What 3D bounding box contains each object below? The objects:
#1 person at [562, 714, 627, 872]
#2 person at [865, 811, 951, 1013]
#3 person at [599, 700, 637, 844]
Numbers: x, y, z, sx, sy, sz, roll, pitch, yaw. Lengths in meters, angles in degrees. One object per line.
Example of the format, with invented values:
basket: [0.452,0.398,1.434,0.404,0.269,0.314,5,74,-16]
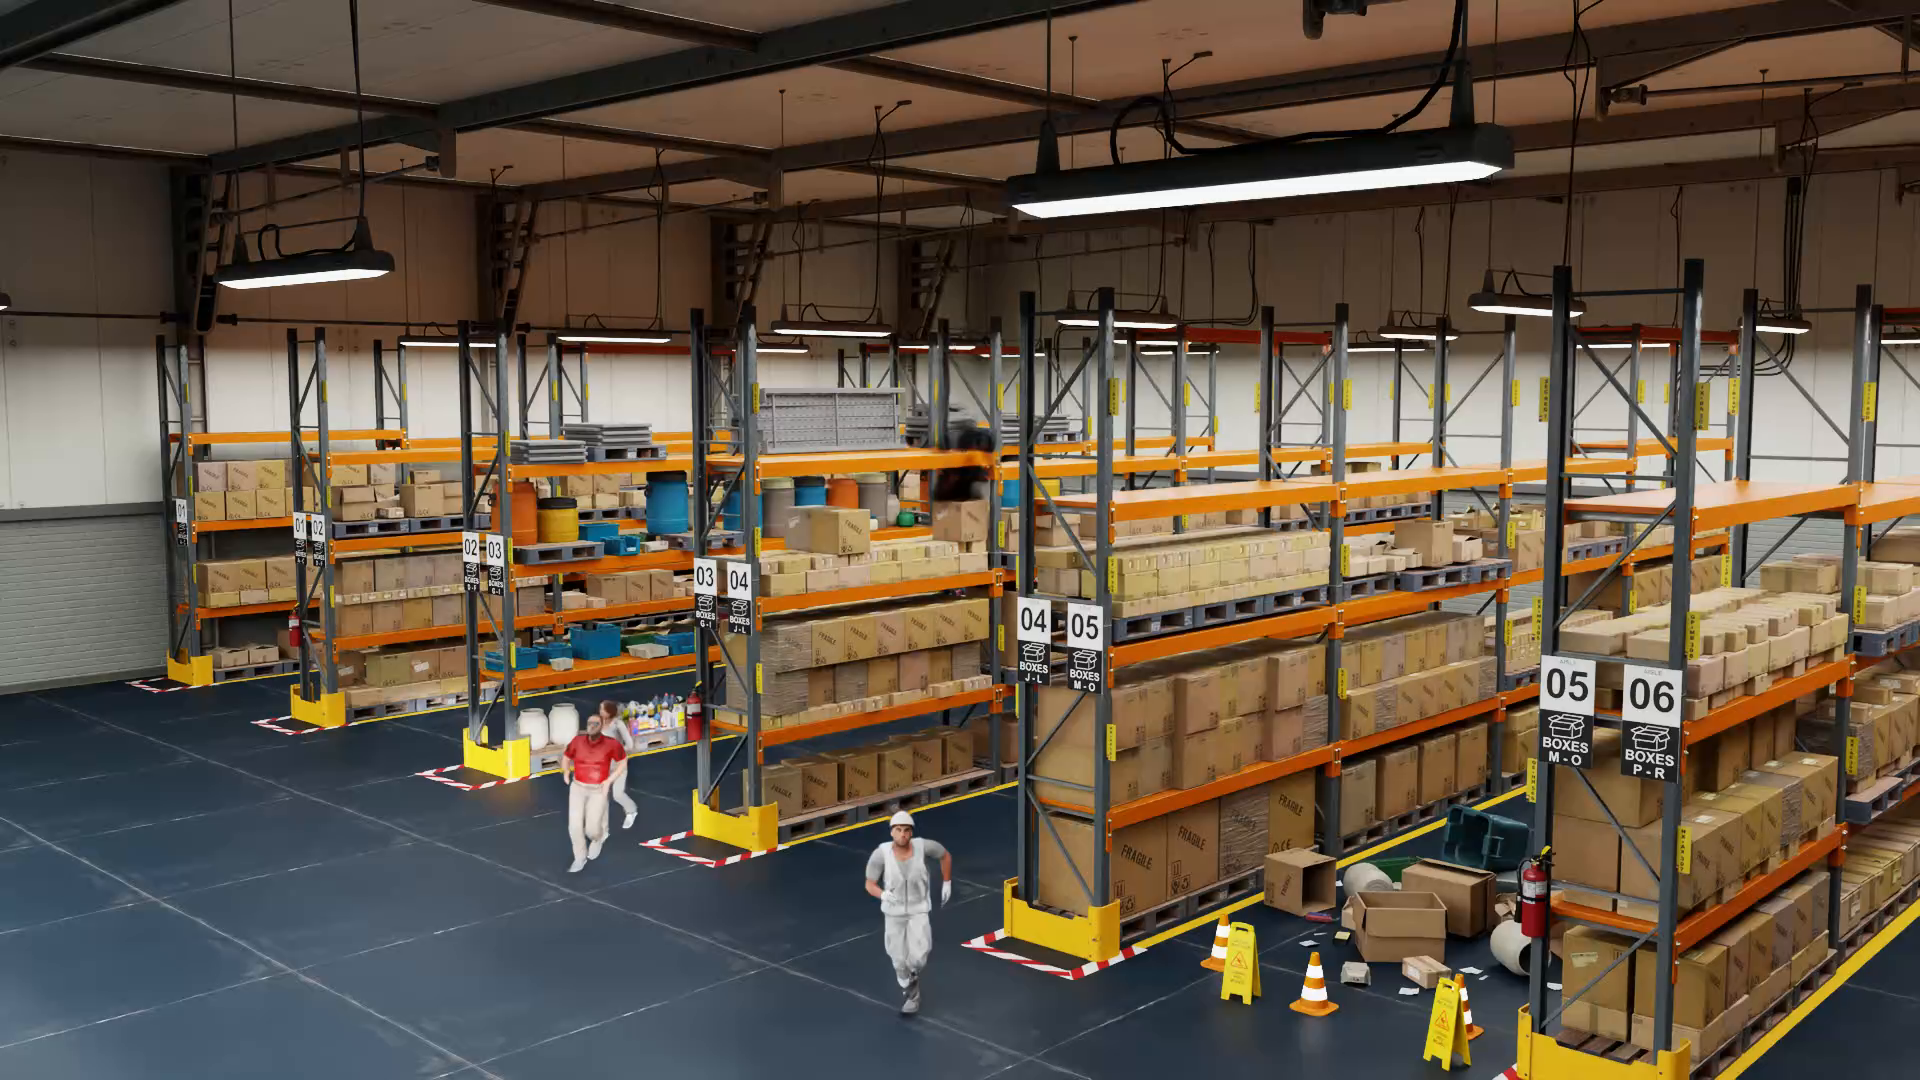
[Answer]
person: [-3.916,2.680,17.735,0.689,1.675,0.649,1,5,6]
person: [-0.412,3.038,13.403,0.702,1.727,0.623,0,5,-3]
person: [-3.913,2.593,18.870,0.527,1.615,0.759,2,6,20]
